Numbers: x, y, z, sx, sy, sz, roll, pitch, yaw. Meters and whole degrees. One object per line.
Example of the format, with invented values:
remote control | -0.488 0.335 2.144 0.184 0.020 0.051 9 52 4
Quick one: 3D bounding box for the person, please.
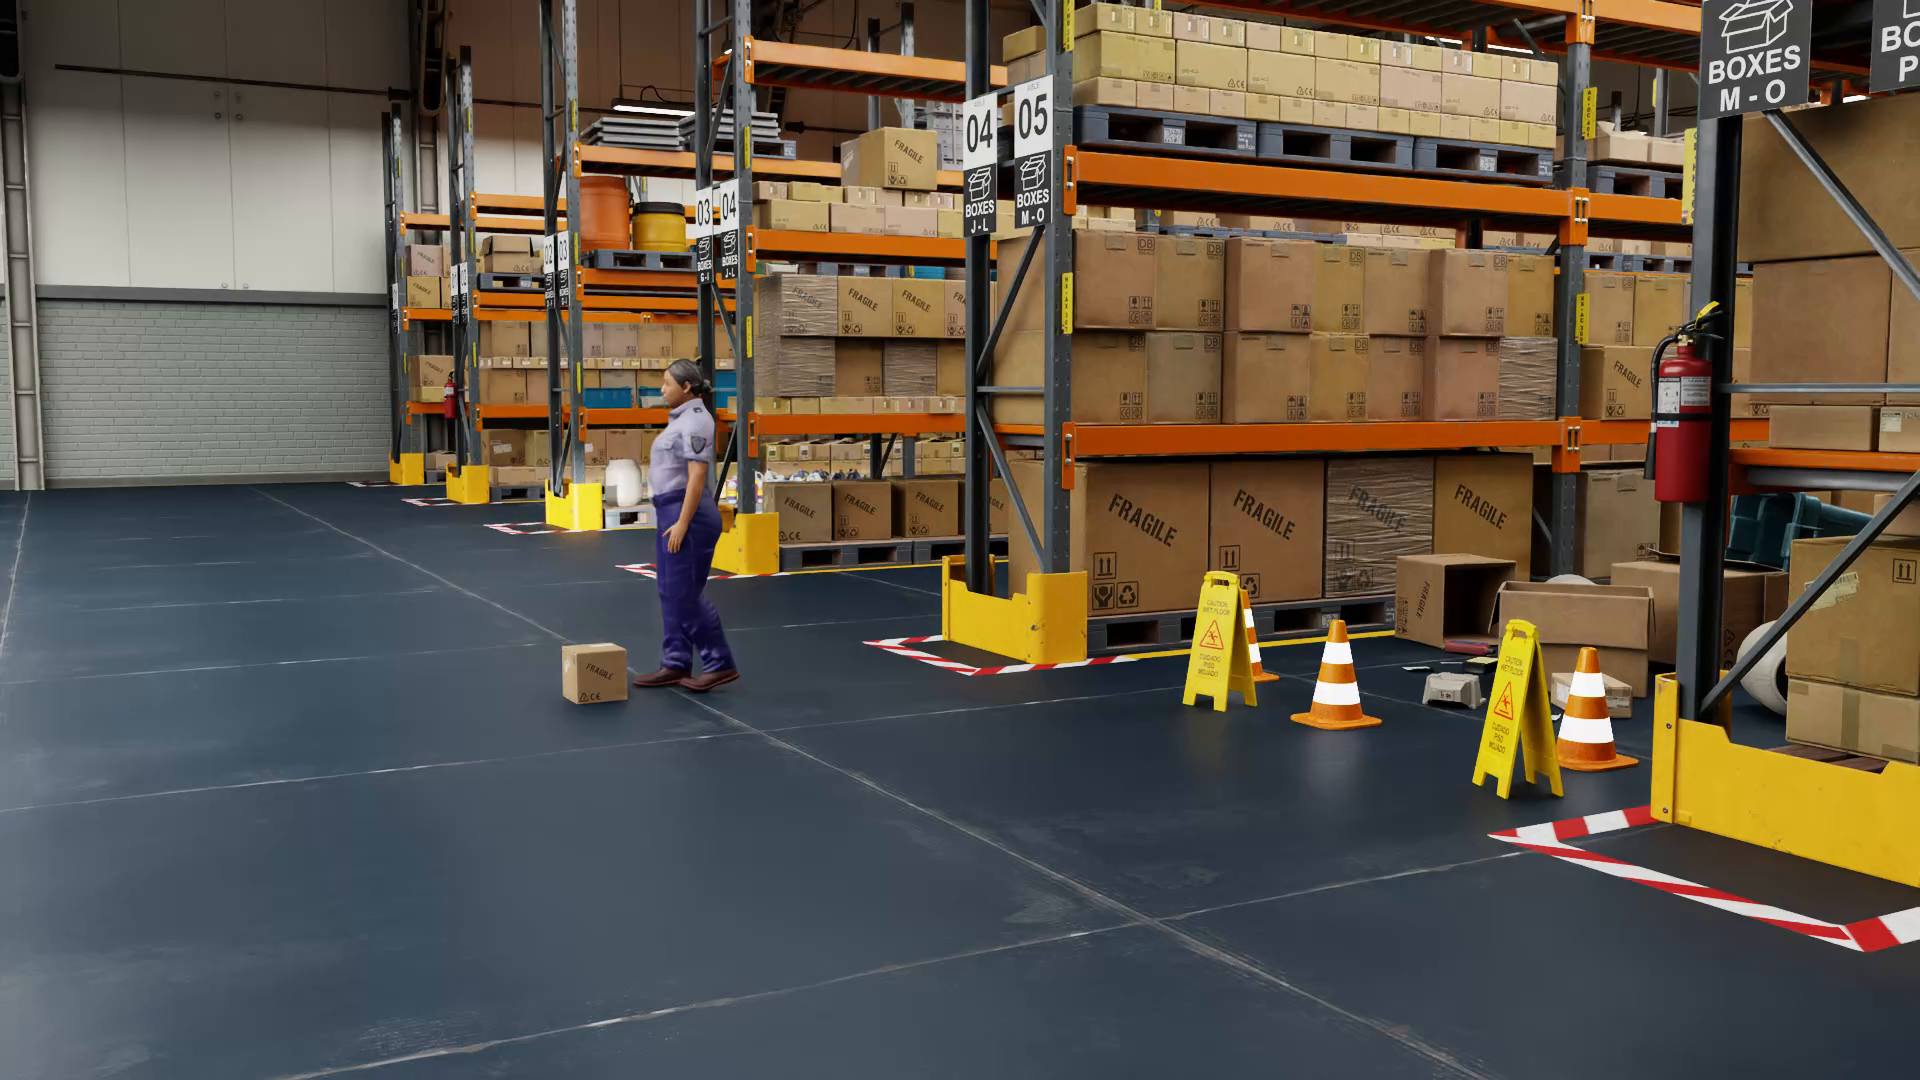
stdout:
person | -1.381 -0.075 8.308 0.503 1.656 0.494 -2 5 -17
